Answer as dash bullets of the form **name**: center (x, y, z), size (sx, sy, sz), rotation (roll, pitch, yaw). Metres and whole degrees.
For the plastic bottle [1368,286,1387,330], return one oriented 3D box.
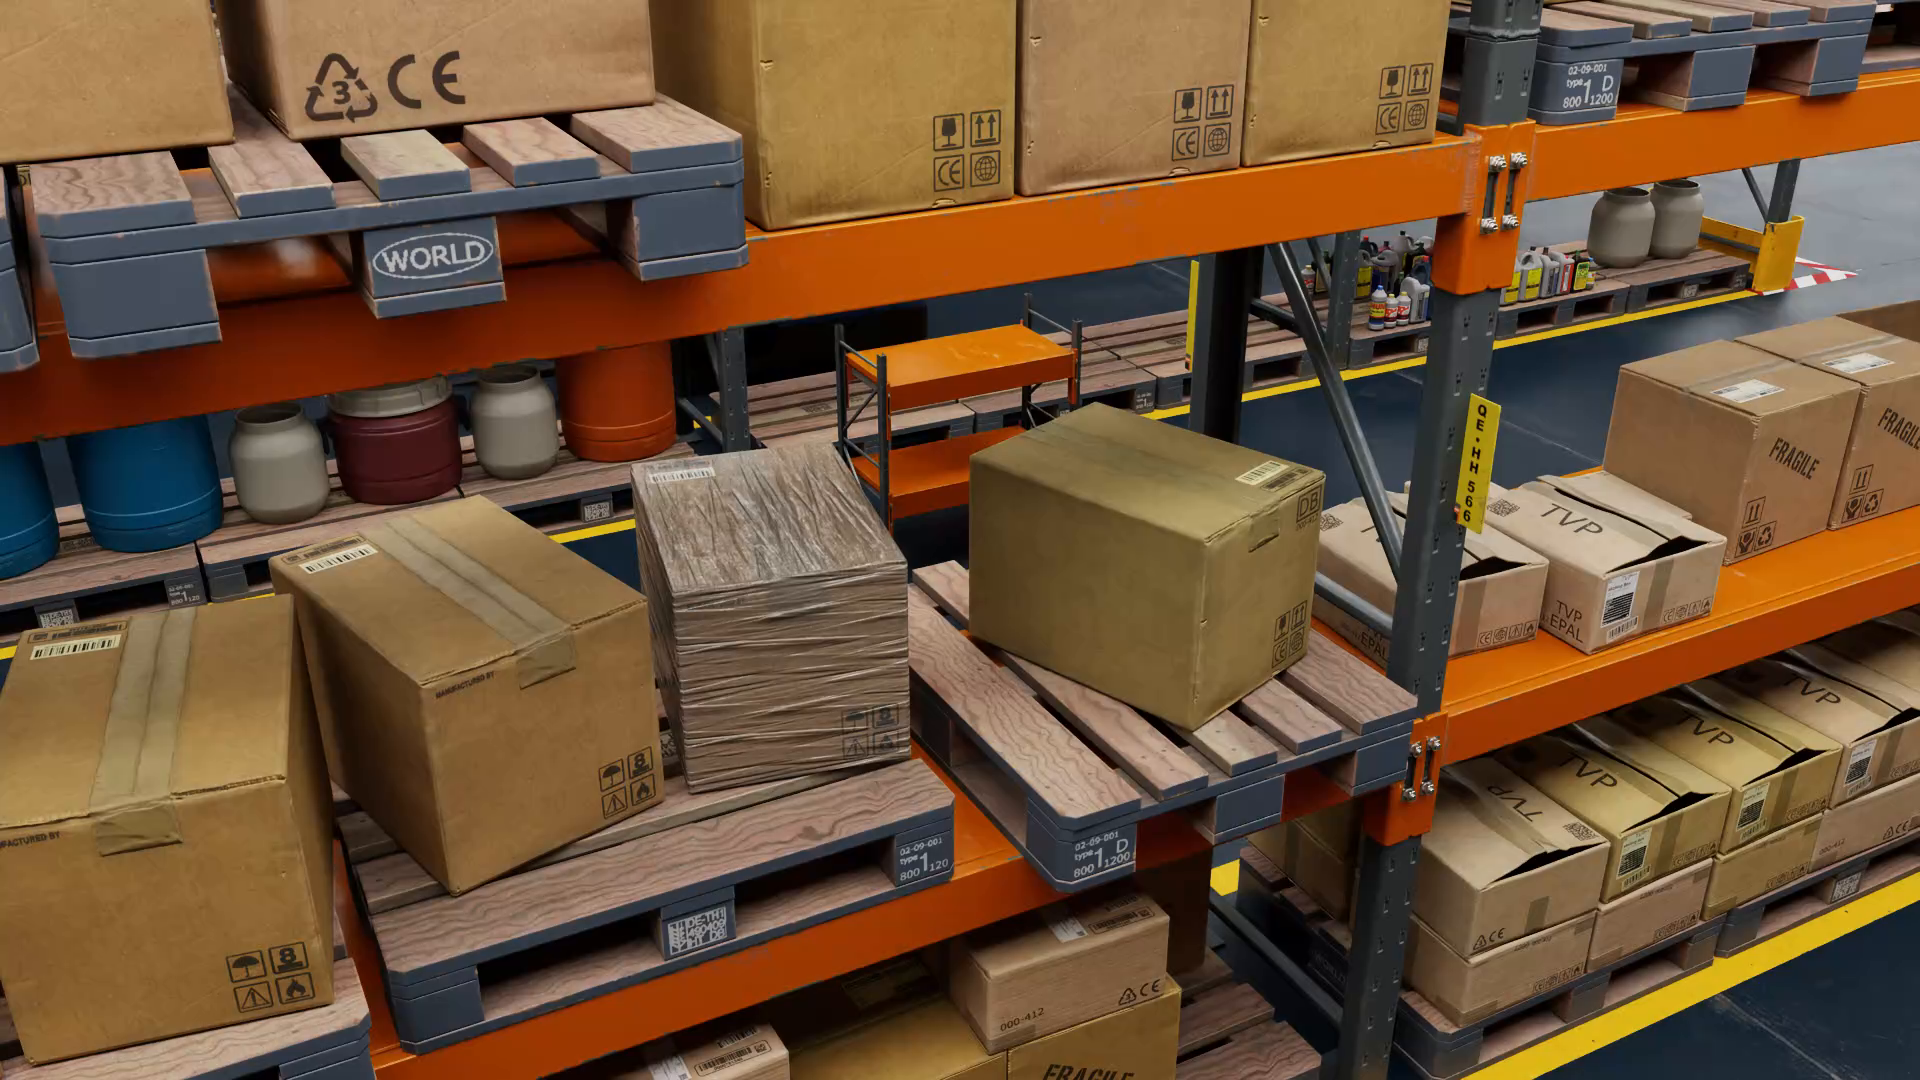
- **plastic bottle**: center (2.637, -1.470, 10.490), size (0.097, 0.271, 0.097), rotation (0, 26, 0)

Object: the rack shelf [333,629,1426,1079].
- **rack shelf**: center (-0.817, 0.835, 3.877), size (4.000, 0.370, 1.077), rotation (-13, 29, -25)

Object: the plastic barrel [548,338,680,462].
- **plastic barrel**: center (-1.804, -0.894, 8.669), size (0.708, 0.830, 0.600), rotation (-13, 29, -25)

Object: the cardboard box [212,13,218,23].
- **cardboard box**: center (-5.172, -3.519, 11.999), size (0.500, 0.500, 0.500), rotation (-14, 29, -26)

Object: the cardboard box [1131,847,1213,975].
- **cardboard box**: center (0.412, 1.015, 5.049), size (0.500, 0.500, 0.500), rotation (-12, 28, -23)

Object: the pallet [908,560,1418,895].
- **pallet**: center (0.383, 0.355, 4.267), size (1.003, 0.211, 1.213), rotation (-13, 29, -25)

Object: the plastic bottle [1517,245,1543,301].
- **plastic bottle**: center (3.763, -1.777, 11.038), size (0.185, 0.351, 0.144), rotation (-12, 28, -23)

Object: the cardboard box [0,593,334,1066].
- **cardboard box**: center (-1.482, 0.508, 3.125), size (0.500, 0.500, 0.700), rotation (-8, 27, -17)

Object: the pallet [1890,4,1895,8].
- **pallet**: center (3.705, -1.793, 5.274), size (1.217, 0.209, 0.805), rotation (-14, 29, -27)

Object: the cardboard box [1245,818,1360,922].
- **cardboard box**: center (1.297, 0.953, 5.491), size (0.500, 0.250, 0.500), rotation (-12, 28, -24)

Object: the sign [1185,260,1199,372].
- **sign**: center (0.684, -0.630, 4.759), size (0.005, 0.325, 0.100), rotation (-13, 29, -25)

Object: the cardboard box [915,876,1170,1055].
- **cardboard box**: center (0.185, 0.987, 4.242), size (0.500, 0.250, 0.500), rotation (-12, 28, -23)

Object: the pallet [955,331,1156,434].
- **pallet**: center (0.397, -0.922, 9.926), size (1.213, 0.211, 1.003), rotation (-13, 29, -25)

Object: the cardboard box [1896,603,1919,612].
- **cardboard box**: center (3.551, 0.175, 6.464), size (0.500, 0.311, 0.500), rotation (-13, 29, -26)

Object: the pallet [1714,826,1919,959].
- **pallet**: center (2.768, 0.961, 6.005), size (1.213, 0.211, 1.003), rotation (-13, 29, -25)

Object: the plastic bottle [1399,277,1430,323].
- **plastic bottle**: center (2.909, -1.548, 10.648), size (0.135, 0.276, 0.152), rotation (-12, 28, -23)

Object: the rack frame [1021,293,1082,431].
- **rack frame**: center (0.443, -0.609, 8.219), size (0.032, 1.125, 0.500), rotation (-13, 29, -25)

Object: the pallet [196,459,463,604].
- **pallet**: center (-3.131, -0.109, 8.233), size (1.213, 0.211, 1.003), rotation (-13, 29, -25)

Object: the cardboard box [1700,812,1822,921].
- **cardboard box**: center (2.447, 0.948, 5.501), size (0.500, 0.250, 0.500), rotation (-14, 29, -26)

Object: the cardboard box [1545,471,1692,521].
- **cardboard box**: center (2.046, -0.065, 5.209), size (0.250, 0.149, 0.380), rotation (-11, 28, -21)

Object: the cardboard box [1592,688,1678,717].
- **cardboard box**: center (2.196, 0.490, 5.808), size (0.500, 0.311, 0.500), rotation (-13, 29, -25)

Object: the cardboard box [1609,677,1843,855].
- **cardboard box**: center (2.459, 0.693, 5.385), size (0.500, 0.311, 0.500), rotation (-14, 29, -26)

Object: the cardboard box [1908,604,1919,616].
- **cardboard box**: center (3.799, 0.386, 6.023), size (0.500, 0.311, 0.500), rotation (-12, 28, -24)

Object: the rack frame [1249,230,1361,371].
- **rack frame**: center (2.150, -2.604, 10.208), size (0.127, 3.000, 1.000), rotation (-13, 29, -25)

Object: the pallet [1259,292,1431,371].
- **pallet**: center (2.762, -1.468, 11.063), size (1.213, 0.211, 1.003), rotation (-13, 29, -25)

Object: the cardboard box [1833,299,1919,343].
- **cardboard box**: center (3.327, -0.499, 5.708), size (0.500, 0.500, 0.500), rotation (-11, 28, -21)

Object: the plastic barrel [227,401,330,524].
- **plastic barrel**: center (-3.256, -0.372, 7.948), size (0.421, 0.512, 0.421), rotation (0, 26, 0)

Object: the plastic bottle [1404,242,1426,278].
- **plastic bottle**: center (3.107, -1.890, 11.351), size (0.133, 0.283, 0.061), rotation (-13, 29, -25)

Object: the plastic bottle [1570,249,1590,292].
- **plastic bottle**: center (4.170, -1.820, 11.205), size (0.133, 0.283, 0.061), rotation (-12, 28, -24)

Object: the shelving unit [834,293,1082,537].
- **shelving unit**: center (-0.006, -0.506, 8.004), size (1.048, 1.125, 0.538), rotation (-13, 29, -25)

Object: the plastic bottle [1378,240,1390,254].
- **plastic bottle**: center (2.876, -1.907, 11.387), size (0.133, 0.283, 0.061), rotation (-11, 28, -22)

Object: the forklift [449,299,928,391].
- **forklift**: center (-1.756, -2.449, 9.964), size (3.031, 2.935, 1.130), rotation (-13, 28, -25)

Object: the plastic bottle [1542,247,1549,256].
- **plastic bottle**: center (3.979, -1.851, 11.269), size (0.133, 0.283, 0.061), rotation (-13, 29, -25)

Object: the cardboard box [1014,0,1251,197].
- **cardboard box**: center (0.129, -1.088, 3.470), size (0.500, 0.500, 0.910), rotation (-13, 29, -25)

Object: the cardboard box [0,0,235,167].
- **cardboard box**: center (-1.524, -0.933, 2.546), size (0.600, 0.600, 0.600), rotation (-13, 29, -26)

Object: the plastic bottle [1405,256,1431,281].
- **plastic bottle**: center (2.989, -1.669, 10.813), size (0.185, 0.351, 0.144), rotation (-13, 29, -25)

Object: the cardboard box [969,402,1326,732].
- **cardboard box**: center (0.445, 0.040, 4.100), size (0.700, 0.500, 0.500), rotation (22, 33, 38)

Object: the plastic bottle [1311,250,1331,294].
- **plastic bottle**: center (2.419, -1.802, 11.167), size (0.133, 0.283, 0.061), rotation (-11, 28, -23)

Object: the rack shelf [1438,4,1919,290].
- **rack shelf**: center (2.712, -1.332, 4.924), size (4.000, 0.370, 1.077), rotation (-13, 29, -25)

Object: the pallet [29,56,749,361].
- **pallet**: center (-1.060, -0.668, 2.927), size (1.003, 0.211, 1.213), rotation (-13, 29, -25)
